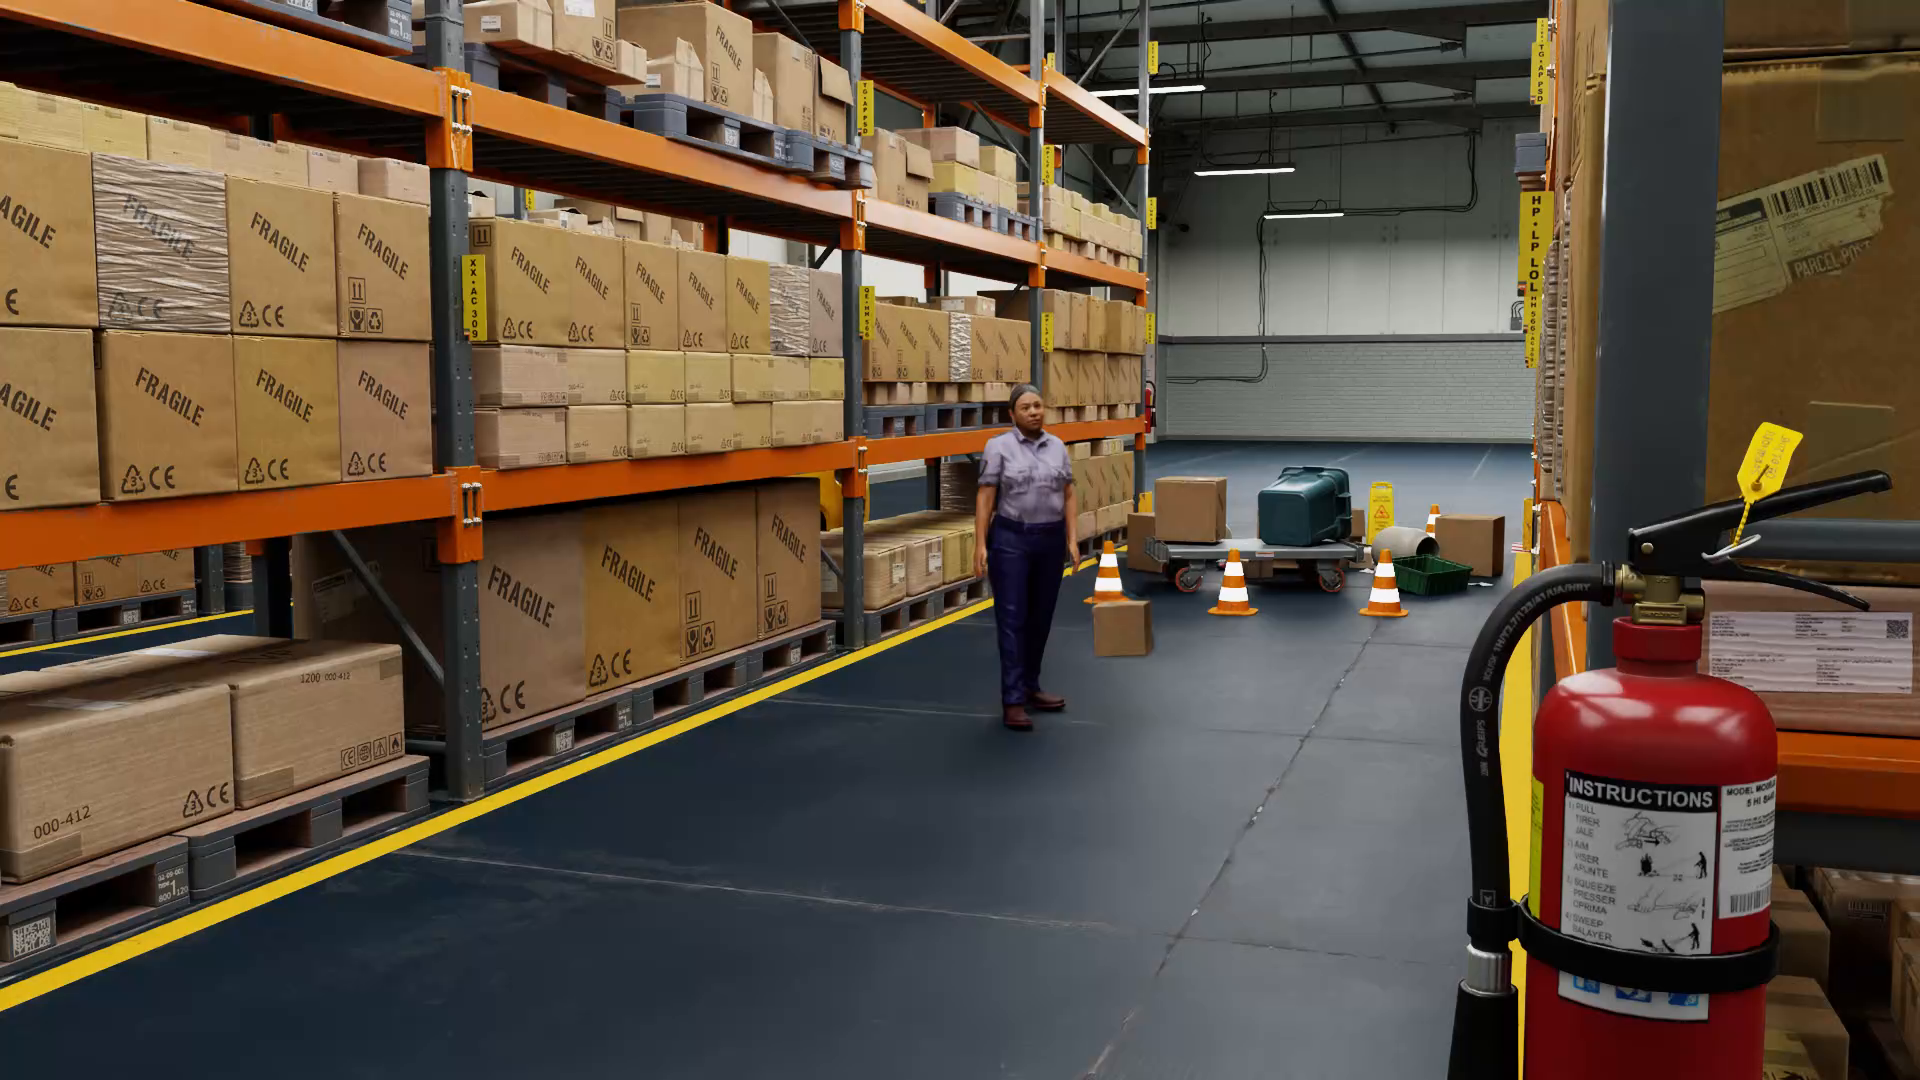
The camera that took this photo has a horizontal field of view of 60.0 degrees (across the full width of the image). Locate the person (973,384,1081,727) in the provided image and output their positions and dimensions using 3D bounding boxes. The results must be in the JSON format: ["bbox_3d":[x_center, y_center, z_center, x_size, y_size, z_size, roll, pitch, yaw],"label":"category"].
[{"bbox_3d":[0.324,0.056,8.162,0.593,1.641,0.609,-3,6,-27],"label":"person"}]
